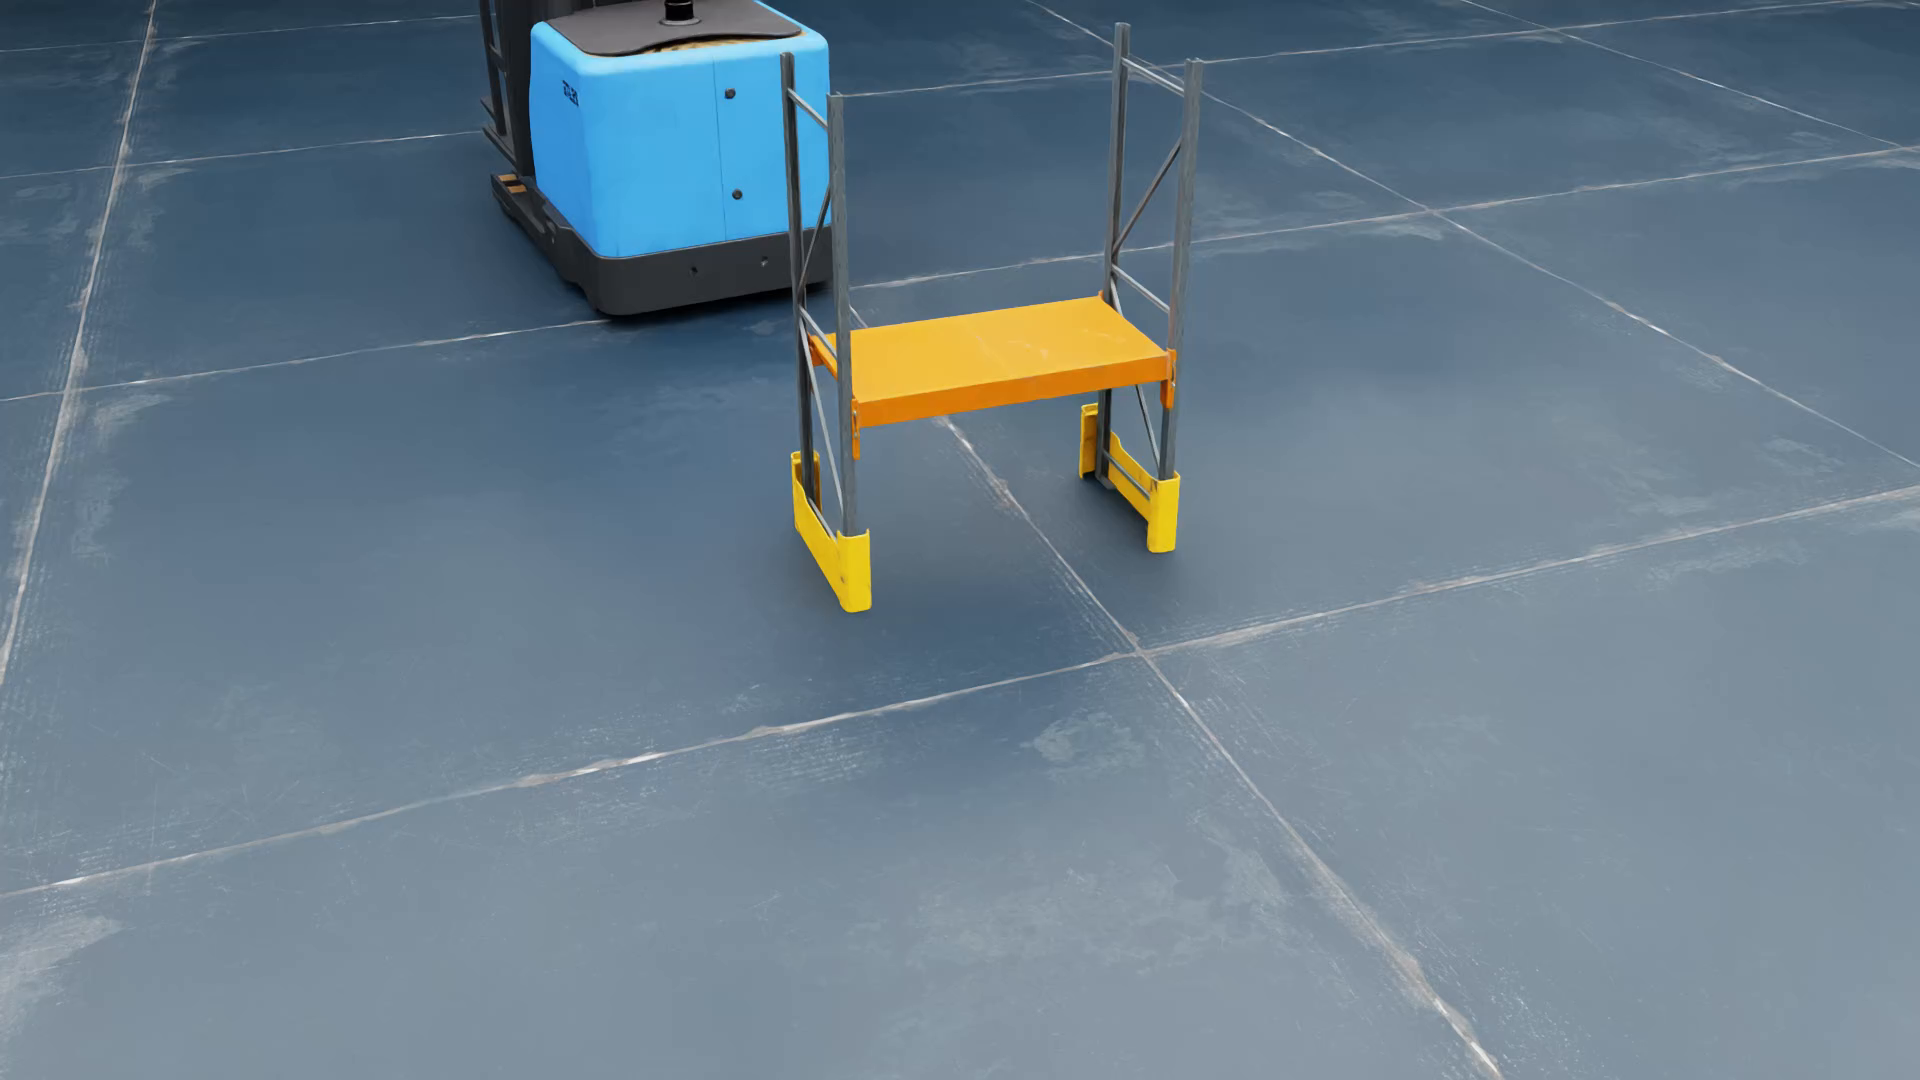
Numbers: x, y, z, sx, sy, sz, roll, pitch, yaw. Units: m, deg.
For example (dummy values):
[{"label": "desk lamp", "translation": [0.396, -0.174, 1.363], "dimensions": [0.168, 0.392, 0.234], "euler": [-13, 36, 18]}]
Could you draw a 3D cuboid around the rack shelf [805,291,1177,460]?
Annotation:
[{"label": "rack shelf", "translation": [0.080, -0.510, 4.994], "dimensions": [1.000, 0.185, 0.538], "euler": [-10, 31, -18]}]

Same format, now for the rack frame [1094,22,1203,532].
[{"label": "rack frame", "translation": [0.556, -0.754, 5.059], "dimensions": [0.032, 1.500, 0.500], "euler": [-10, 31, -18]}]

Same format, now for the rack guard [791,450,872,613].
[{"label": "rack guard", "translation": [-0.395, -0.036, 5.060], "dimensions": [0.087, 0.250, 0.587], "euler": [-10, 31, -18]}]

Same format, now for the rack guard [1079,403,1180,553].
[{"label": "rack guard", "translation": [0.538, -0.208, 5.362], "dimensions": [0.087, 0.250, 0.587], "euler": [-10, 31, -18]}]

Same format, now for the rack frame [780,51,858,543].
[{"label": "rack frame", "translation": [-0.396, -0.579, 4.751], "dimensions": [0.032, 1.500, 0.500], "euler": [-10, 31, -18]}]

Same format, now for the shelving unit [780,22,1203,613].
[{"label": "shelving unit", "translation": [0.071, -0.665, 4.902], "dimensions": [1.083, 1.500, 0.587], "euler": [-10, 31, -18]}]

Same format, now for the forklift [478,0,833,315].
[{"label": "forklift", "translation": [-1.618, -2.882, 7.348], "dimensions": [1.130, 2.935, 3.031], "euler": [-14, 32, -23]}]
